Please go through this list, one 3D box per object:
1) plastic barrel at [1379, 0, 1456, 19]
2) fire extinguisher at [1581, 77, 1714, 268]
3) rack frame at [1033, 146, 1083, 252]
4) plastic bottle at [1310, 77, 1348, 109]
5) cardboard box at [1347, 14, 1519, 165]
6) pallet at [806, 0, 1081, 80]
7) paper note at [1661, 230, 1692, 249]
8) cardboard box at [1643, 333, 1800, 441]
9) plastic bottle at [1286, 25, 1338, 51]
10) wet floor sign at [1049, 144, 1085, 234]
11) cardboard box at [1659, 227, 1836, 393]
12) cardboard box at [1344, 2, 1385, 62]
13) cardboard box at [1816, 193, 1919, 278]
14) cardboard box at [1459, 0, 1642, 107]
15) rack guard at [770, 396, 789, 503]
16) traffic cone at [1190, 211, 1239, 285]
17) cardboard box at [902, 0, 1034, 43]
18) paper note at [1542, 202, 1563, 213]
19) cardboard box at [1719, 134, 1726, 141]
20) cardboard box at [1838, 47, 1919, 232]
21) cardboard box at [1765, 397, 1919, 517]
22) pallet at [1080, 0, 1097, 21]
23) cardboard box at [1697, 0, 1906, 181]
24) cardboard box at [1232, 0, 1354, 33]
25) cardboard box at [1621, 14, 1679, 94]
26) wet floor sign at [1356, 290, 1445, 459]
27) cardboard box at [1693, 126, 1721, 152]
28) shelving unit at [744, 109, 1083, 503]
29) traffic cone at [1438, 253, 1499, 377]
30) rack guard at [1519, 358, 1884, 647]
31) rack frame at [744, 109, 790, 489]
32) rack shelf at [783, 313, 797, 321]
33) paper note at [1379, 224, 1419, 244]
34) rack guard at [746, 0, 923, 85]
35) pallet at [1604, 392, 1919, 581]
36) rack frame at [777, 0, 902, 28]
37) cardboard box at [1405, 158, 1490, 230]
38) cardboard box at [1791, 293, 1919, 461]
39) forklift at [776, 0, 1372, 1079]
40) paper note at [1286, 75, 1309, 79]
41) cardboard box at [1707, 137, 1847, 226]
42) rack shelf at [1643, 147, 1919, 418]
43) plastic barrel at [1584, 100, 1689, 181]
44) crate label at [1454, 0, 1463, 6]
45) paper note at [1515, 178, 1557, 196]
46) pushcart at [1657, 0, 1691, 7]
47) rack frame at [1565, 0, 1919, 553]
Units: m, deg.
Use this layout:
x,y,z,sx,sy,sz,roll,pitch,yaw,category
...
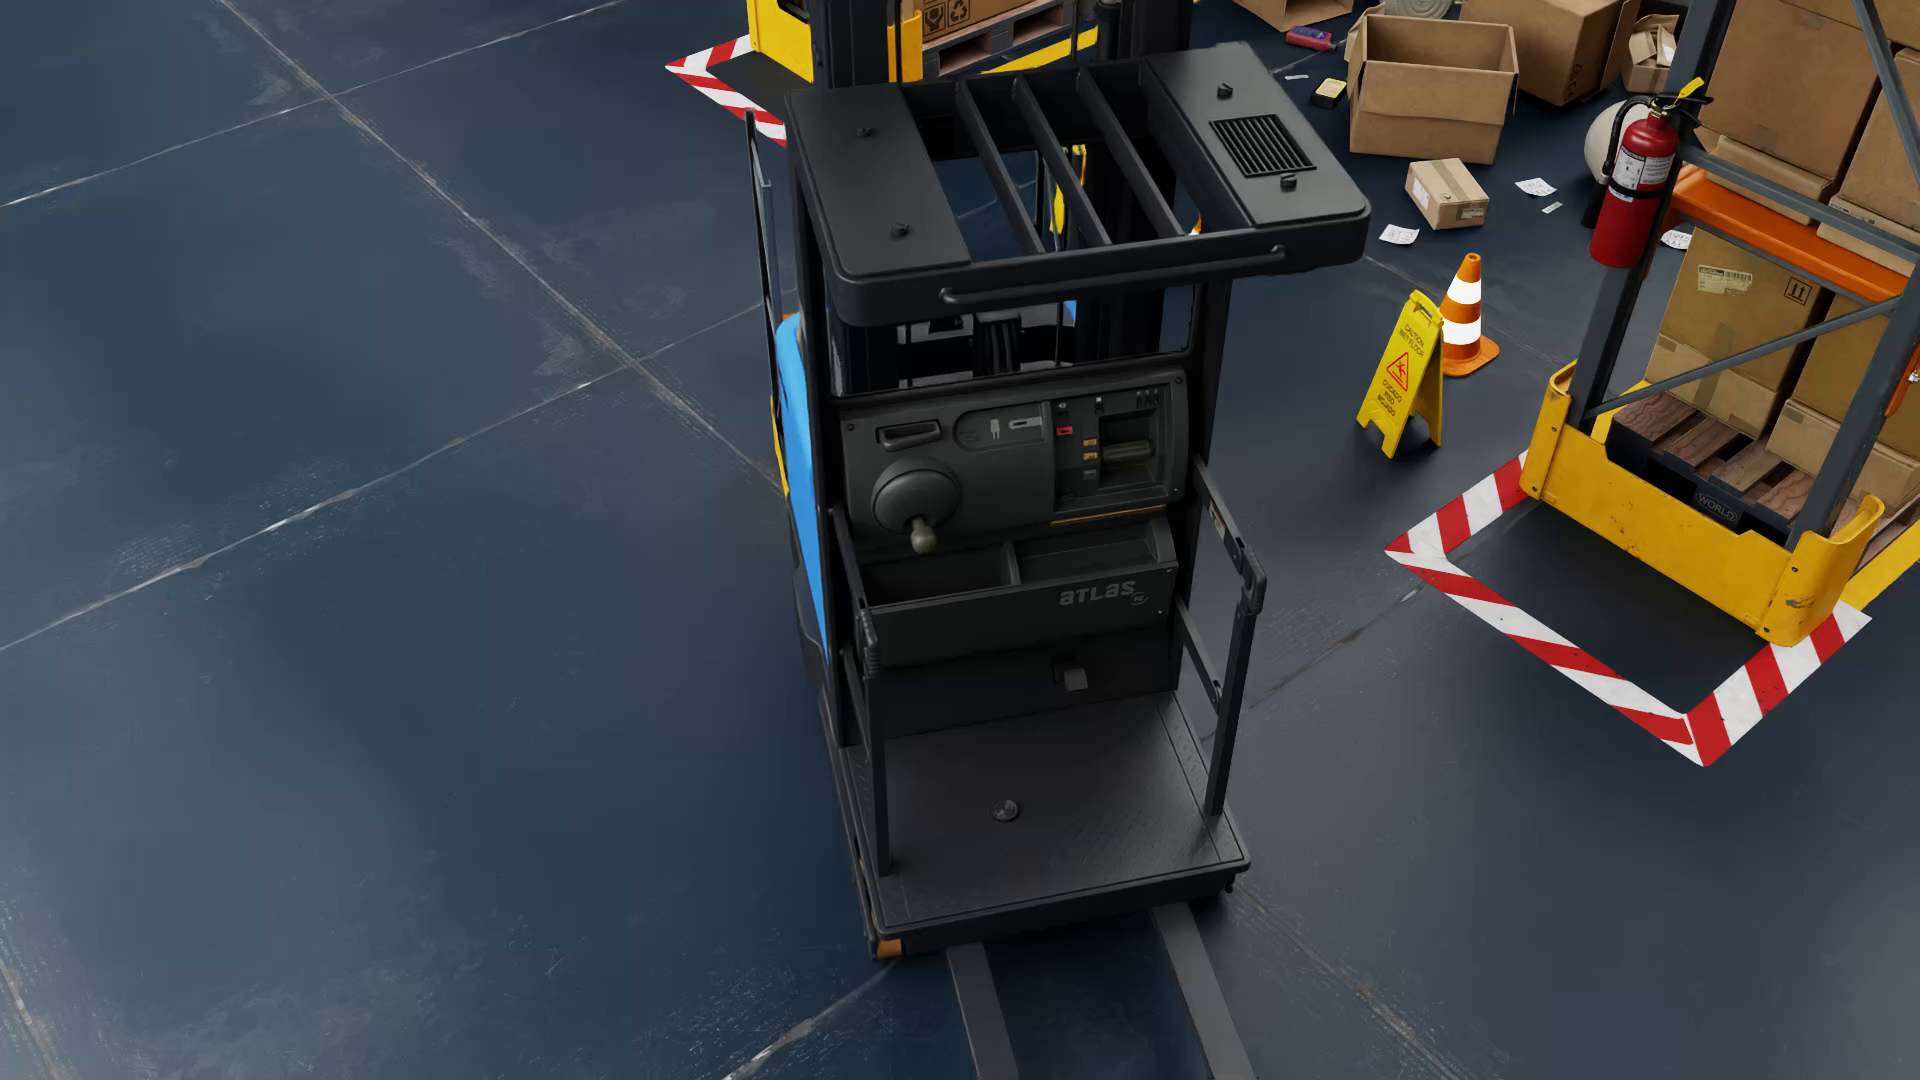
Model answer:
x,y,z,sx,sy,sz,roll,pitch,yaw,category
2.529,-3.116,9.259,0.421,0.421,0.512,0,43,0,plastic barrel
2.216,-1.211,5.404,0.183,0.674,0.296,-30,51,-28,fire extinguisher
0.334,-0.877,6.089,0.032,1.500,0.500,-8,44,-8,rack frame
1.948,-2.359,8.717,0.133,0.061,0.283,22,47,21,plastic bottle
2.323,-2.238,8.265,0.797,0.503,0.637,7,44,7,cardboard box
-0.090,-2.978,9.267,1.213,0.211,1.003,-30,51,-28,pallet
3.337,-1.400,7.718,0.142,0.019,0.148,22,47,21,paper note
3.066,-0.705,6.511,0.500,0.250,0.500,-30,51,-28,cardboard box
1.947,-2.750,9.133,0.283,0.061,0.133,22,47,21,plastic bottle
0.595,-1.691,7.580,0.267,0.644,0.232,30,51,28,wet floor sign
3.047,-0.960,6.235,0.500,0.500,0.500,-29,51,-28,cardboard box
2.278,-2.640,8.867,0.258,0.266,0.396,-21,47,-21,cardboard box
2.993,-0.996,5.303,0.250,0.149,0.380,-30,51,-28,cardboard box
3.035,-2.703,8.661,0.503,0.637,0.797,-30,51,-28,cardboard box
-0.643,-0.284,6.369,0.087,0.250,0.587,-8,44,-8,rack guard
1.129,-1.422,7.426,0.334,0.463,0.336,-30,51,-28,traffic cone
-0.176,-3.313,8.832,0.875,0.875,0.875,-29,51,-28,cardboard box
2.826,-1.586,7.932,0.123,0.001,0.032,-30,51,-28,paper note
2.873,-1.402,5.735,0.250,0.149,0.380,-30,51,-28,cardboard box
3.141,-1.254,5.104,0.500,0.500,0.500,-31,51,-28,cardboard box
3.396,-0.407,6.194,0.500,0.250,0.500,-30,51,-28,cardboard box
0.845,-3.511,9.834,1.213,0.211,1.003,-30,51,-28,pallet
2.839,-1.575,5.446,0.500,0.500,0.500,-31,51,-29,cardboard box
1.882,-3.228,9.320,0.500,0.500,0.500,-21,47,-21,cardboard box
3.666,-2.577,8.800,0.258,0.266,0.396,7,44,7,cardboard box
1.768,-0.667,6.489,0.232,0.644,0.267,-14,45,-14,wet floor sign
3.973,-2.138,8.159,0.500,0.500,0.500,0,43,0,cardboard box
-0.155,-0.808,6.015,1.083,1.500,0.587,-8,44,-8,shelving unit
2.102,-0.989,6.965,0.334,0.463,0.336,-30,51,-28,traffic cone
2.658,-0.169,6.065,0.348,0.500,1.175,-30,51,-28,rack guard
-0.662,-0.737,5.939,0.032,1.500,0.500,-8,44,-8,rack frame
-0.164,-0.676,6.137,1.000,0.185,0.538,-8,44,-8,rack shelf
2.048,-1.425,7.745,0.148,0.019,0.142,22,47,21,paper note
-0.672,-2.680,8.739,0.348,0.500,1.175,-30,51,-28,rack guard
3.304,-0.402,6.524,1.213,0.211,1.003,-30,51,-28,pallet
-0.654,-3.602,7.894,0.127,3.000,1.000,-30,51,-28,rack frame
2.309,-1.644,7.892,0.250,0.149,0.380,-7,44,-7,cardboard box
3.414,-0.691,5.949,0.500,0.500,0.500,-32,52,-29,cardboard box
0.203,-0.121,4.238,1.130,2.935,3.031,-9,44,-9,forklift
1.798,-2.470,8.873,0.123,0.001,0.032,-7,44,-7,paper note
2.749,-1.232,5.554,0.250,0.149,0.380,-28,50,-27,cardboard box
4.134,-1.663,6.355,4.000,0.370,1.077,-30,51,-28,rack shelf
3.213,-1.810,7.868,0.421,0.421,0.512,0,43,0,plastic barrel
2.930,-3.180,9.536,0.298,0.136,0.250,7,44,7,crate label
2.796,-1.715,8.063,0.142,0.019,0.148,-14,45,-14,paper note
4.167,-3.023,9.194,1.648,0.377,0.936,22,47,21,pushcart
2.600,-1.047,5.174,0.127,3.000,1.000,-30,51,-28,rack frame
